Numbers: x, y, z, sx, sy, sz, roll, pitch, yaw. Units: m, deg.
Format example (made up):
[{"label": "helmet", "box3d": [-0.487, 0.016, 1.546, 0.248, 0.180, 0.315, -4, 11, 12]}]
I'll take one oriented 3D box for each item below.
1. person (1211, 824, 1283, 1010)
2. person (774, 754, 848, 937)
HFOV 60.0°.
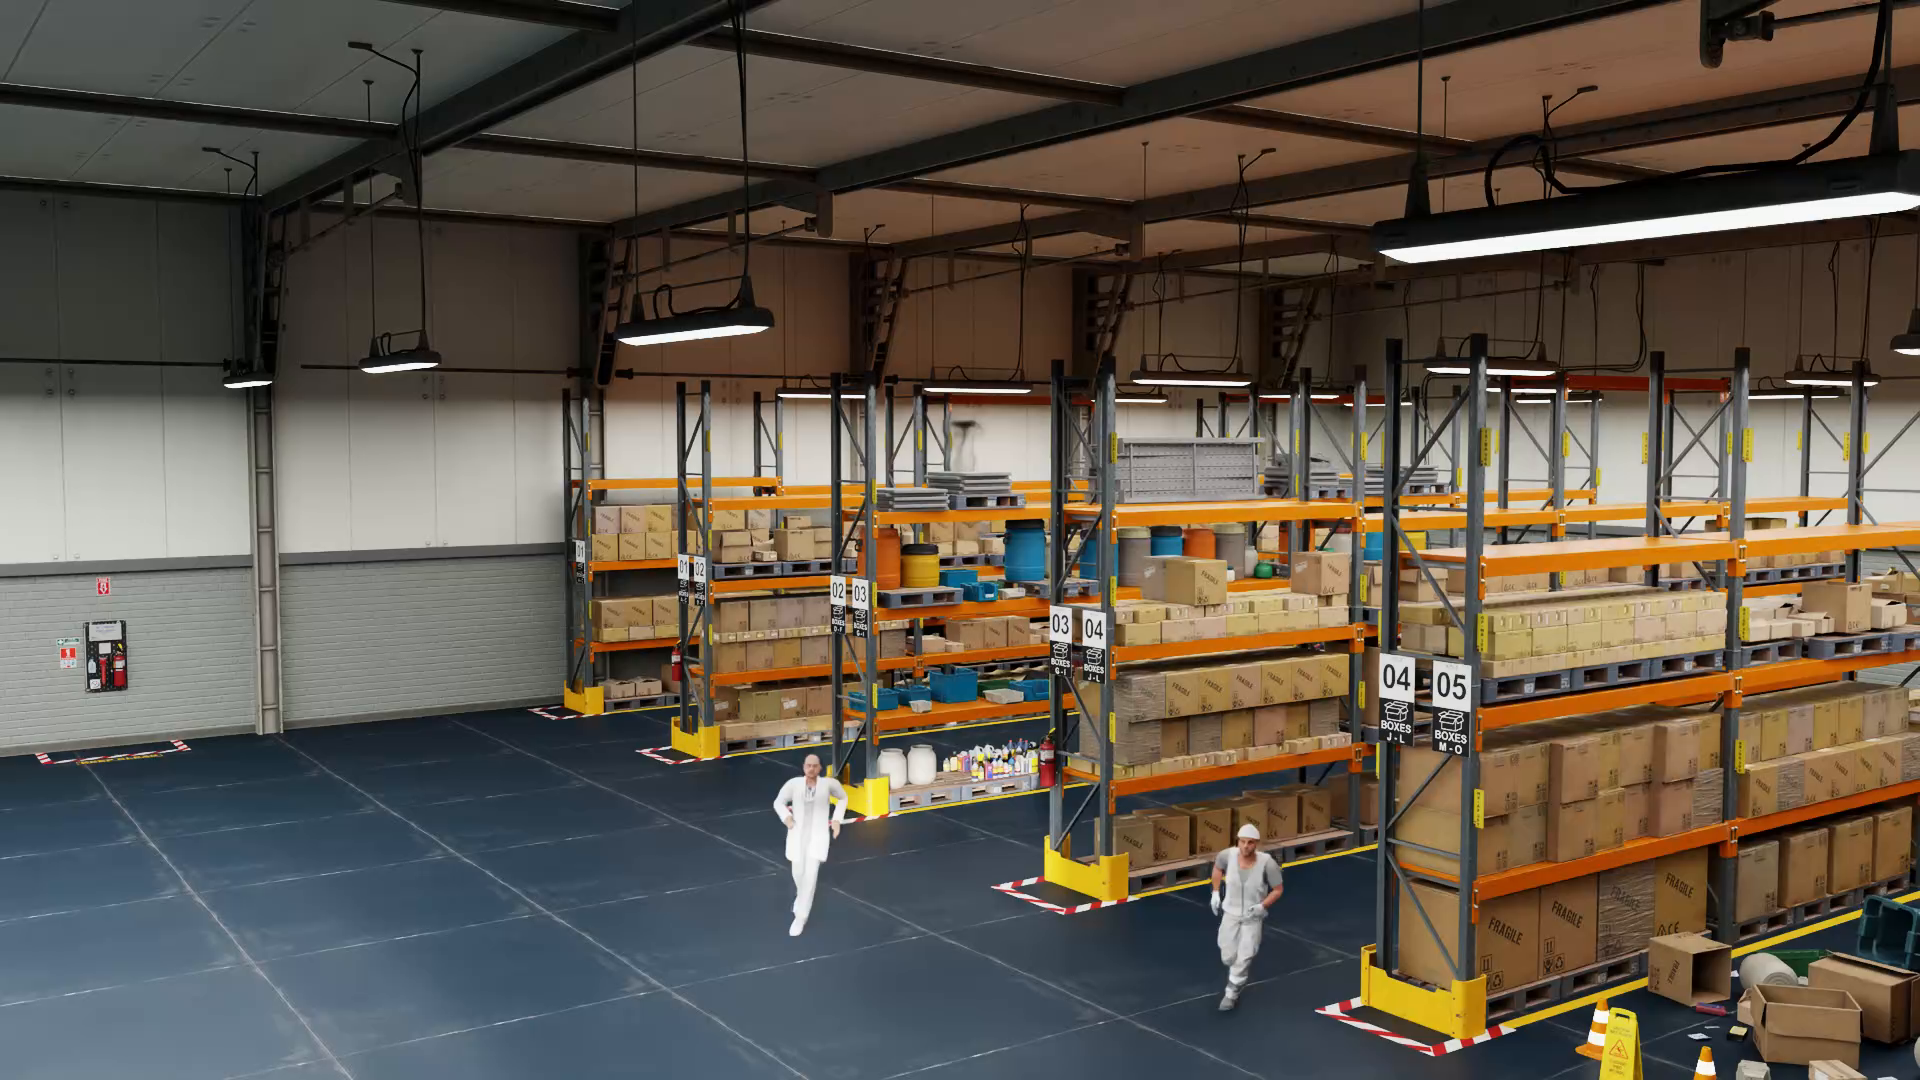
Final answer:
[{"label": "person", "box3d": [2.580, 3.361, 14.953, 0.657, 1.716, 0.696, 1, 4, 17]}, {"label": "person", "box3d": [-1.593, 3.151, 17.465, 0.744, 1.801, 0.969, 1, 4, 8]}]
